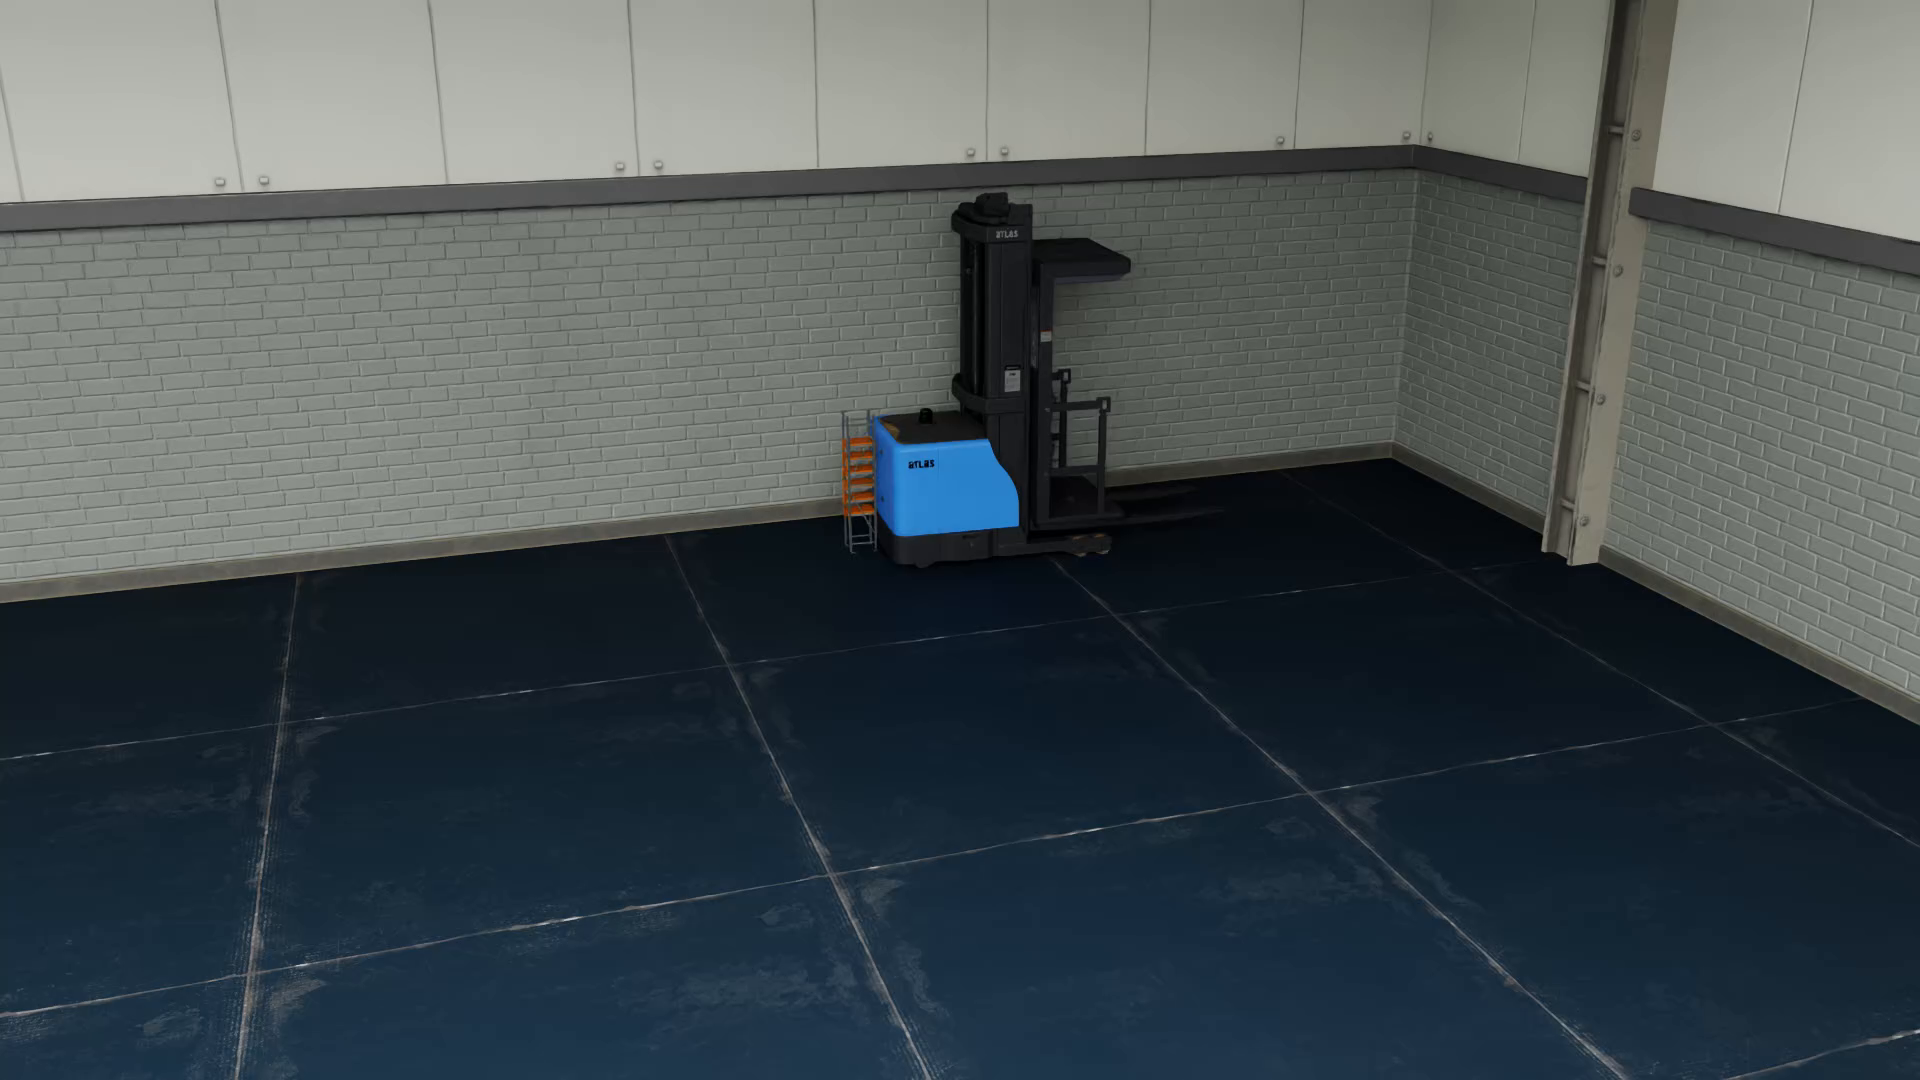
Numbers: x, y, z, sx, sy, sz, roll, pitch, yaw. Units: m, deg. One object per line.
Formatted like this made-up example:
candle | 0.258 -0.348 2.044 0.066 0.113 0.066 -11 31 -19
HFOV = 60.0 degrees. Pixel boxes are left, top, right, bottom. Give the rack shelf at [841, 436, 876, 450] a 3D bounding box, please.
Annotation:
rack shelf | -0.846 -0.788 13.901 0.258 0.103 0.180 -6 21 -16

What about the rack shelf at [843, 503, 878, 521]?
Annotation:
rack shelf | -0.846 -0.223 14.103 0.258 0.103 0.180 -6 21 -16

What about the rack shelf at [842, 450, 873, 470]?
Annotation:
rack shelf | -0.846 -0.675 13.941 0.258 0.103 0.180 -6 21 -16

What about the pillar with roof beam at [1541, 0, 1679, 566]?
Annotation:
pillar with roof beam | 1.069 -3.643 11.246 9.100 9.000 0.400 -6 21 -17

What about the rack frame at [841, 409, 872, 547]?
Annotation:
rack frame | -0.873 -0.520 14.090 0.240 1.200 0.006 -6 21 -16

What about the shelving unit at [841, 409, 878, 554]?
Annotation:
shelving unit | -0.846 -0.491 14.007 0.258 1.200 0.189 -6 21 -16

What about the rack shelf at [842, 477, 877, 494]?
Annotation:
rack shelf | -0.846 -0.449 14.022 0.258 0.103 0.180 -6 21 -16

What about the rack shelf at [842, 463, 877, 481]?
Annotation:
rack shelf | -0.846 -0.562 13.982 0.258 0.103 0.180 -6 21 -16

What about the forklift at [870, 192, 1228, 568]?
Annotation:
forklift | 0.791 -1.408 14.001 3.031 2.935 1.130 -5 20 -15

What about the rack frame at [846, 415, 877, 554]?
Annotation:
rack frame | -0.820 -0.461 13.925 0.240 1.200 0.006 -6 21 -16

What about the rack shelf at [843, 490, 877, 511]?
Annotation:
rack shelf | -0.846 -0.336 14.063 0.258 0.103 0.180 -6 21 -16
